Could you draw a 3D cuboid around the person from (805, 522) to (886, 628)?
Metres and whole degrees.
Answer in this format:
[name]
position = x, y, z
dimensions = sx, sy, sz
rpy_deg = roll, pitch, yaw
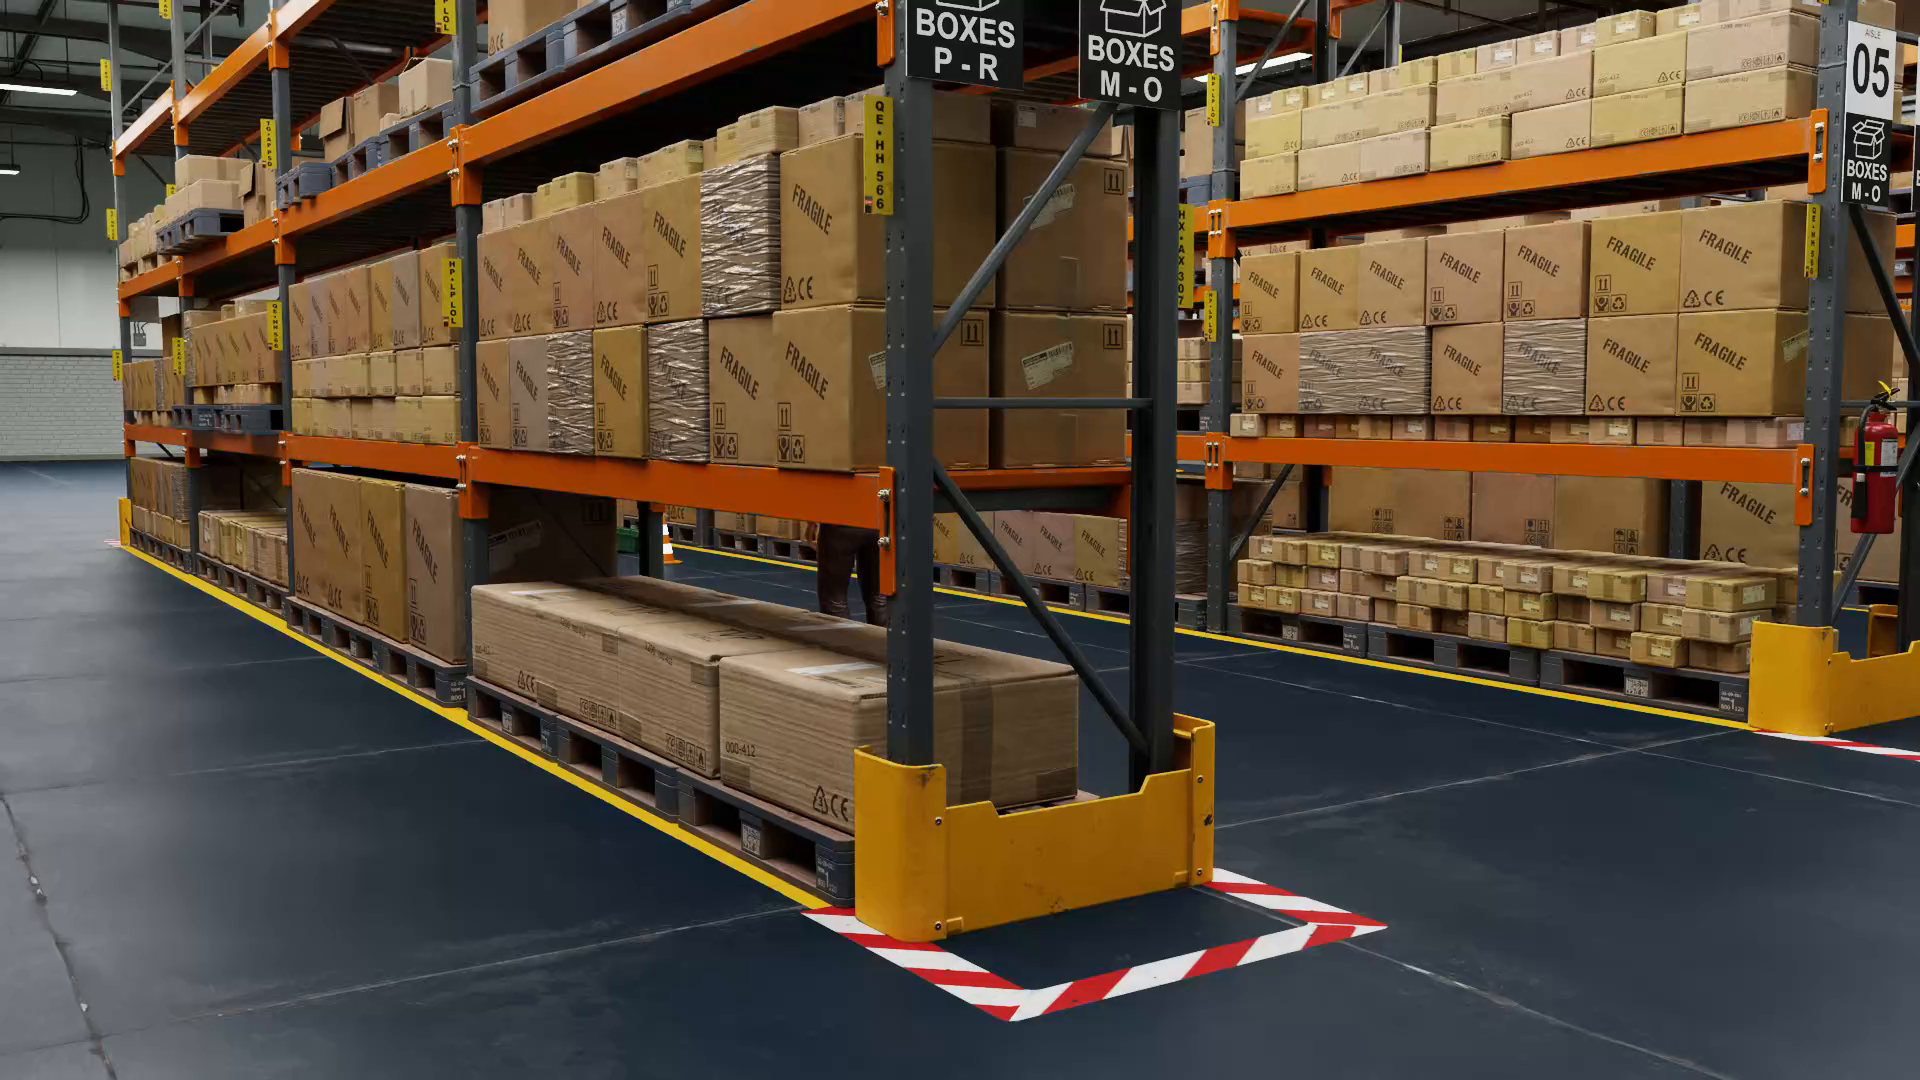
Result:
[person]
position = -0.558, -0.077, 8.913
dimensions = 0.580, 1.720, 0.421
rpy_deg = -3, 6, -34
